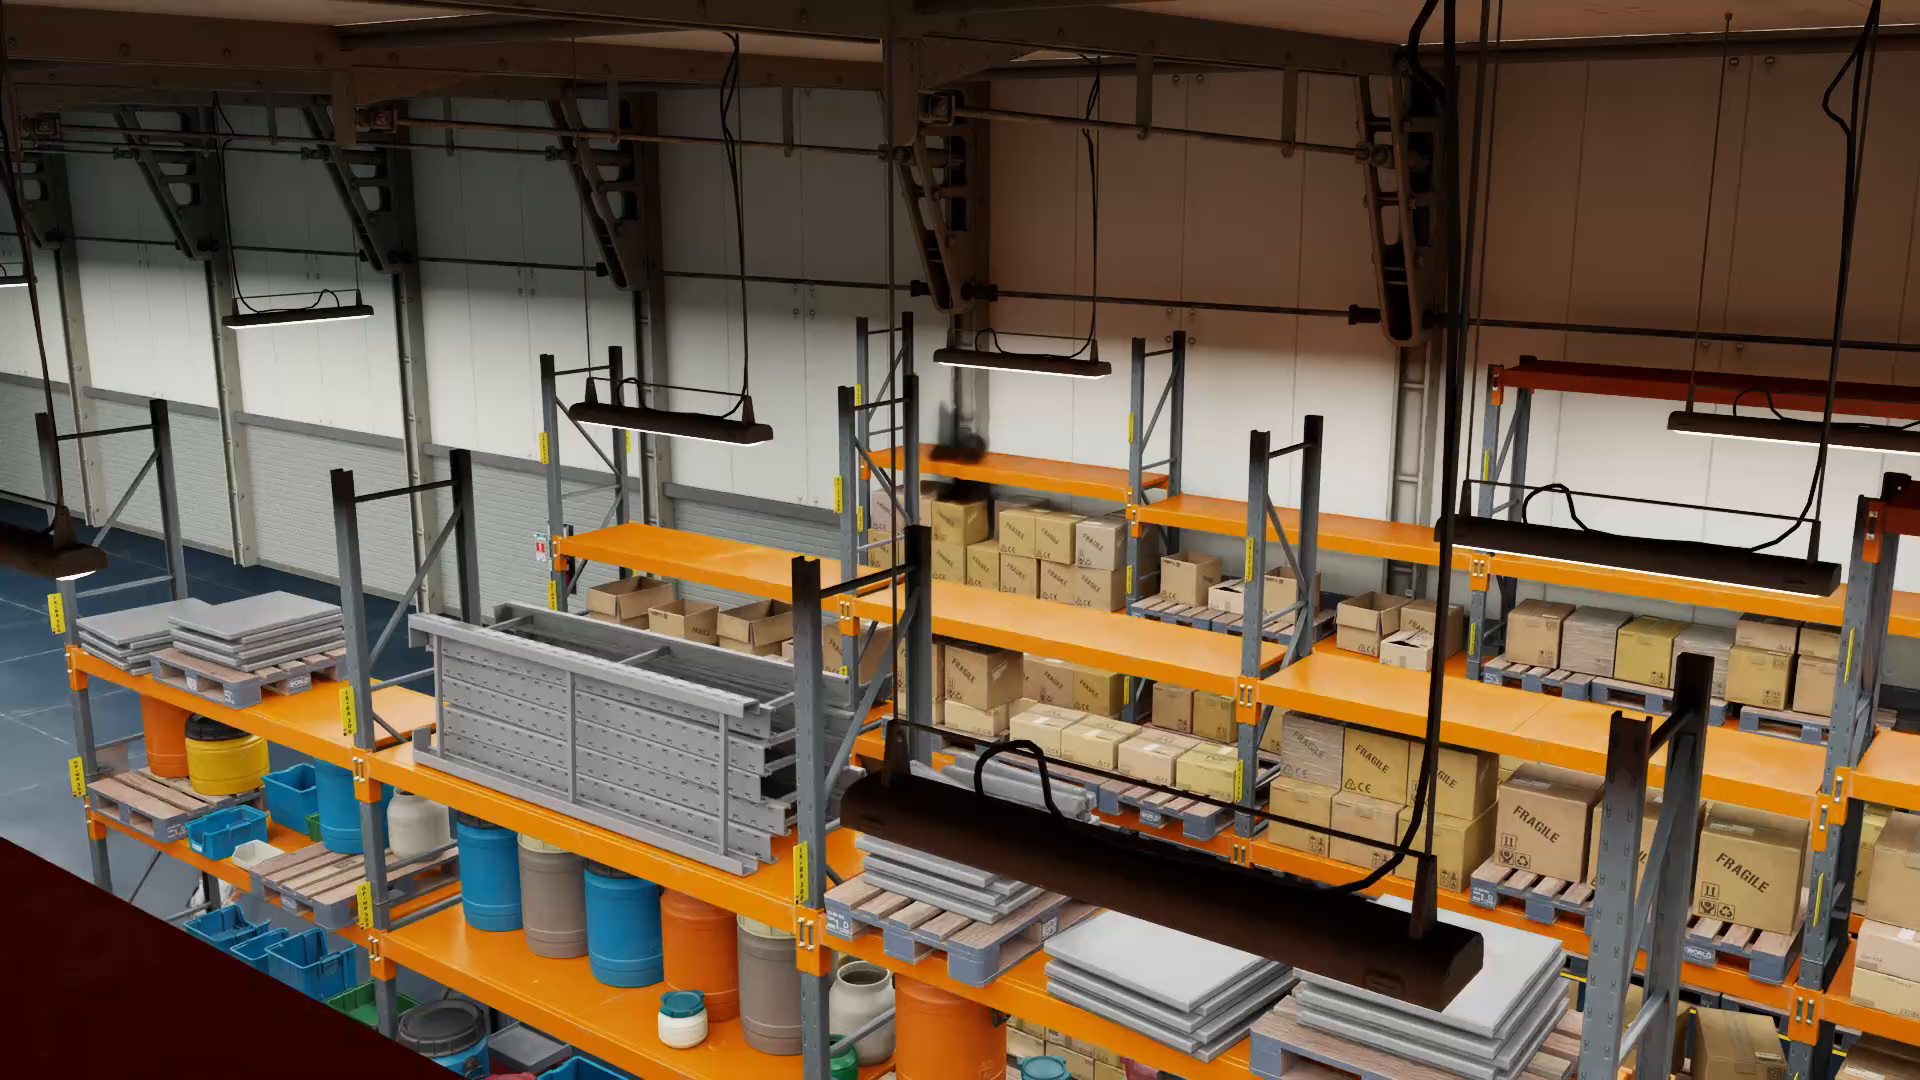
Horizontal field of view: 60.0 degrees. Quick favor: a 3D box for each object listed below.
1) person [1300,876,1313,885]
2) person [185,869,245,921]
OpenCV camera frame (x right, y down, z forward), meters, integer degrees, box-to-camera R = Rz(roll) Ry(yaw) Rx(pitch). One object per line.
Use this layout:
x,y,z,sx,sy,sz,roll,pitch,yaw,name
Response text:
3.074,3.787,15.109,0.845,1.784,0.641,9,16,34,person
-7.040,3.701,15.757,0.804,1.660,0.602,-2,13,-7,person
